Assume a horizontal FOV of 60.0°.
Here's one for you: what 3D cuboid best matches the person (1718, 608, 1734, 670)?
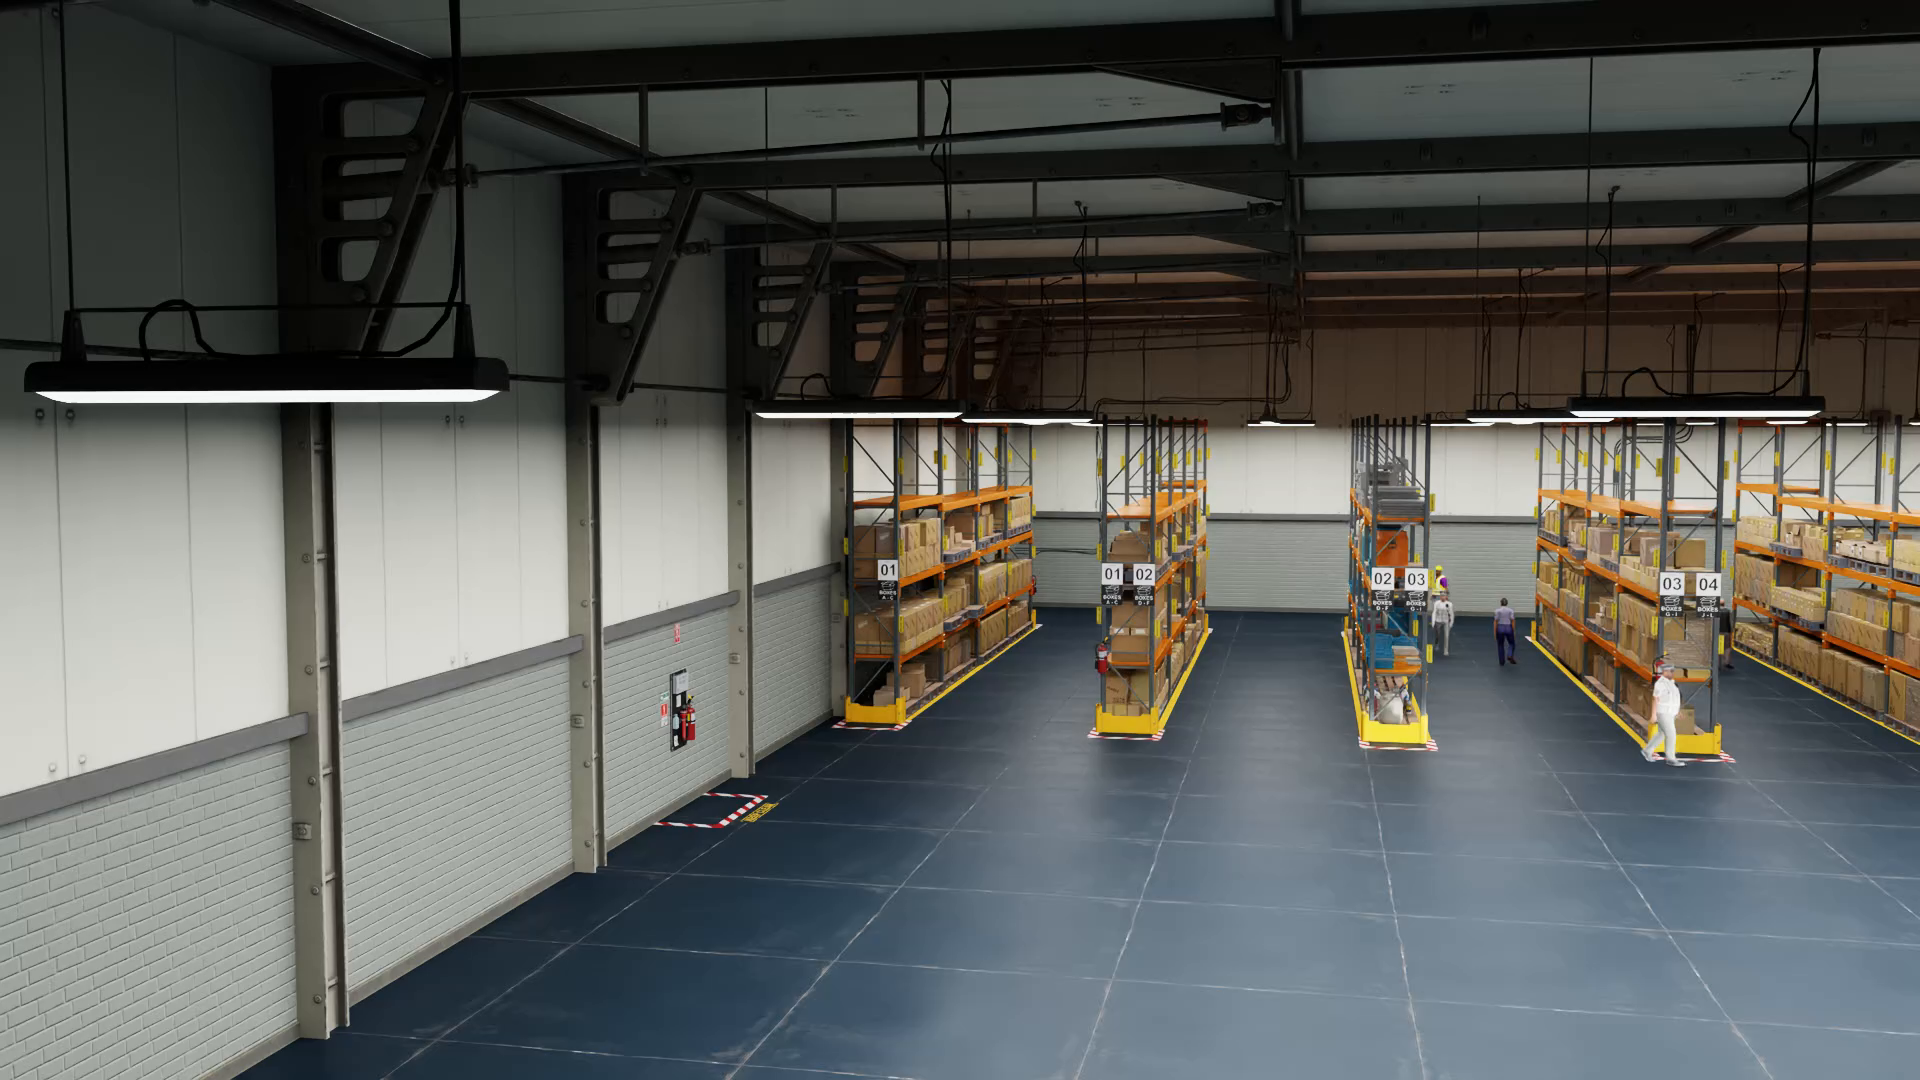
[{"bbox_3d":[18.113,2.353,39.507,0.513,1.494,0.537,1,4,13],"label":"person"}]

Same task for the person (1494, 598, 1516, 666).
[{"bbox_3d":[17.250,2.627,34.220,11.143,1.651,10.379,1,4,13],"label":"person"}]

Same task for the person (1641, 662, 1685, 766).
[{"bbox_3d":[12.081,2.973,28.500,0.828,1.785,0.462,3,5,42],"label":"person"}]

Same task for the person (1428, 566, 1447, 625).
[{"bbox_3d":[14.002,1.612,48.531,0.844,1.744,0.565,-1,4,-20],"label":"person"}]

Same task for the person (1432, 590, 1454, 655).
[{"bbox_3d":[6.151,1.310,42.201,12.555,3.155,3.378,1,4,11],"label":"person"}]
